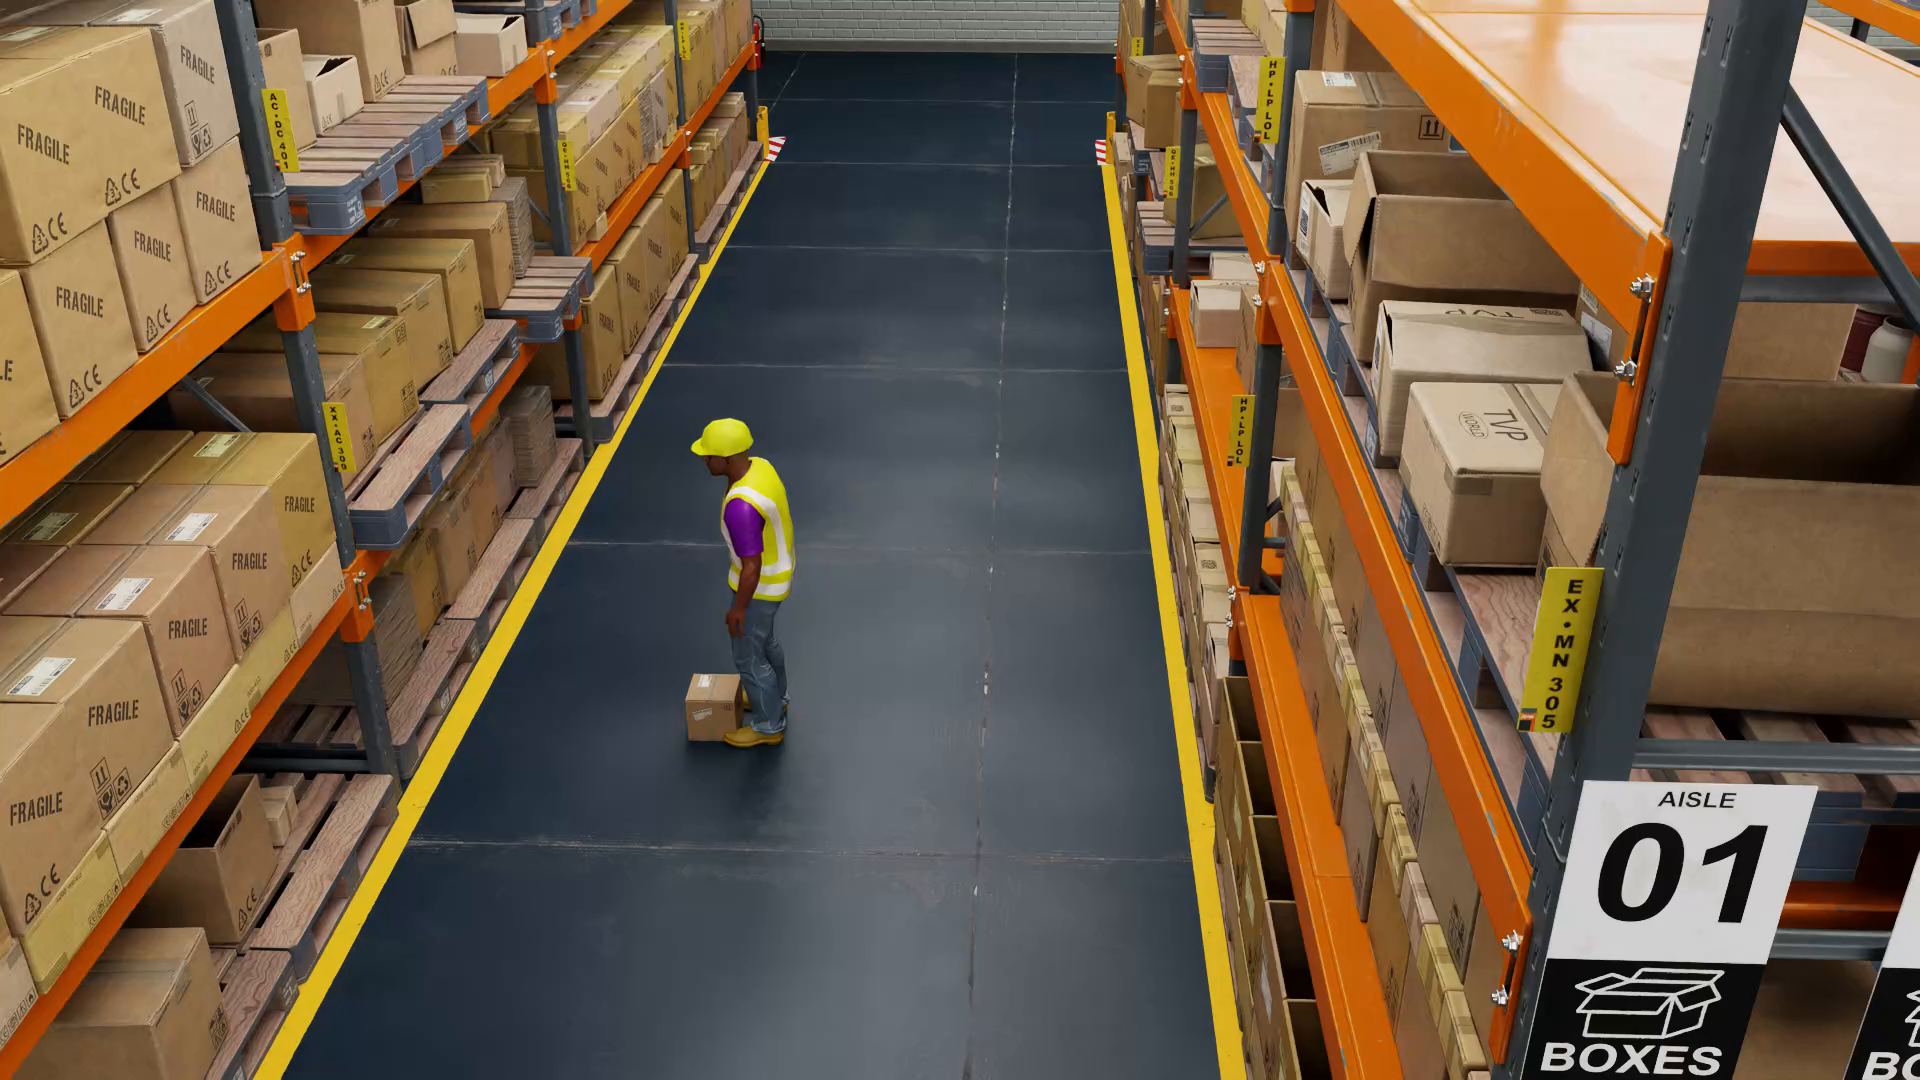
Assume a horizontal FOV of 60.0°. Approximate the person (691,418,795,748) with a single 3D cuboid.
[{"bbox_3d":[-1.040,0.202,8.218,0.457,1.761,0.638,1,28,1],"label":"person"}]
